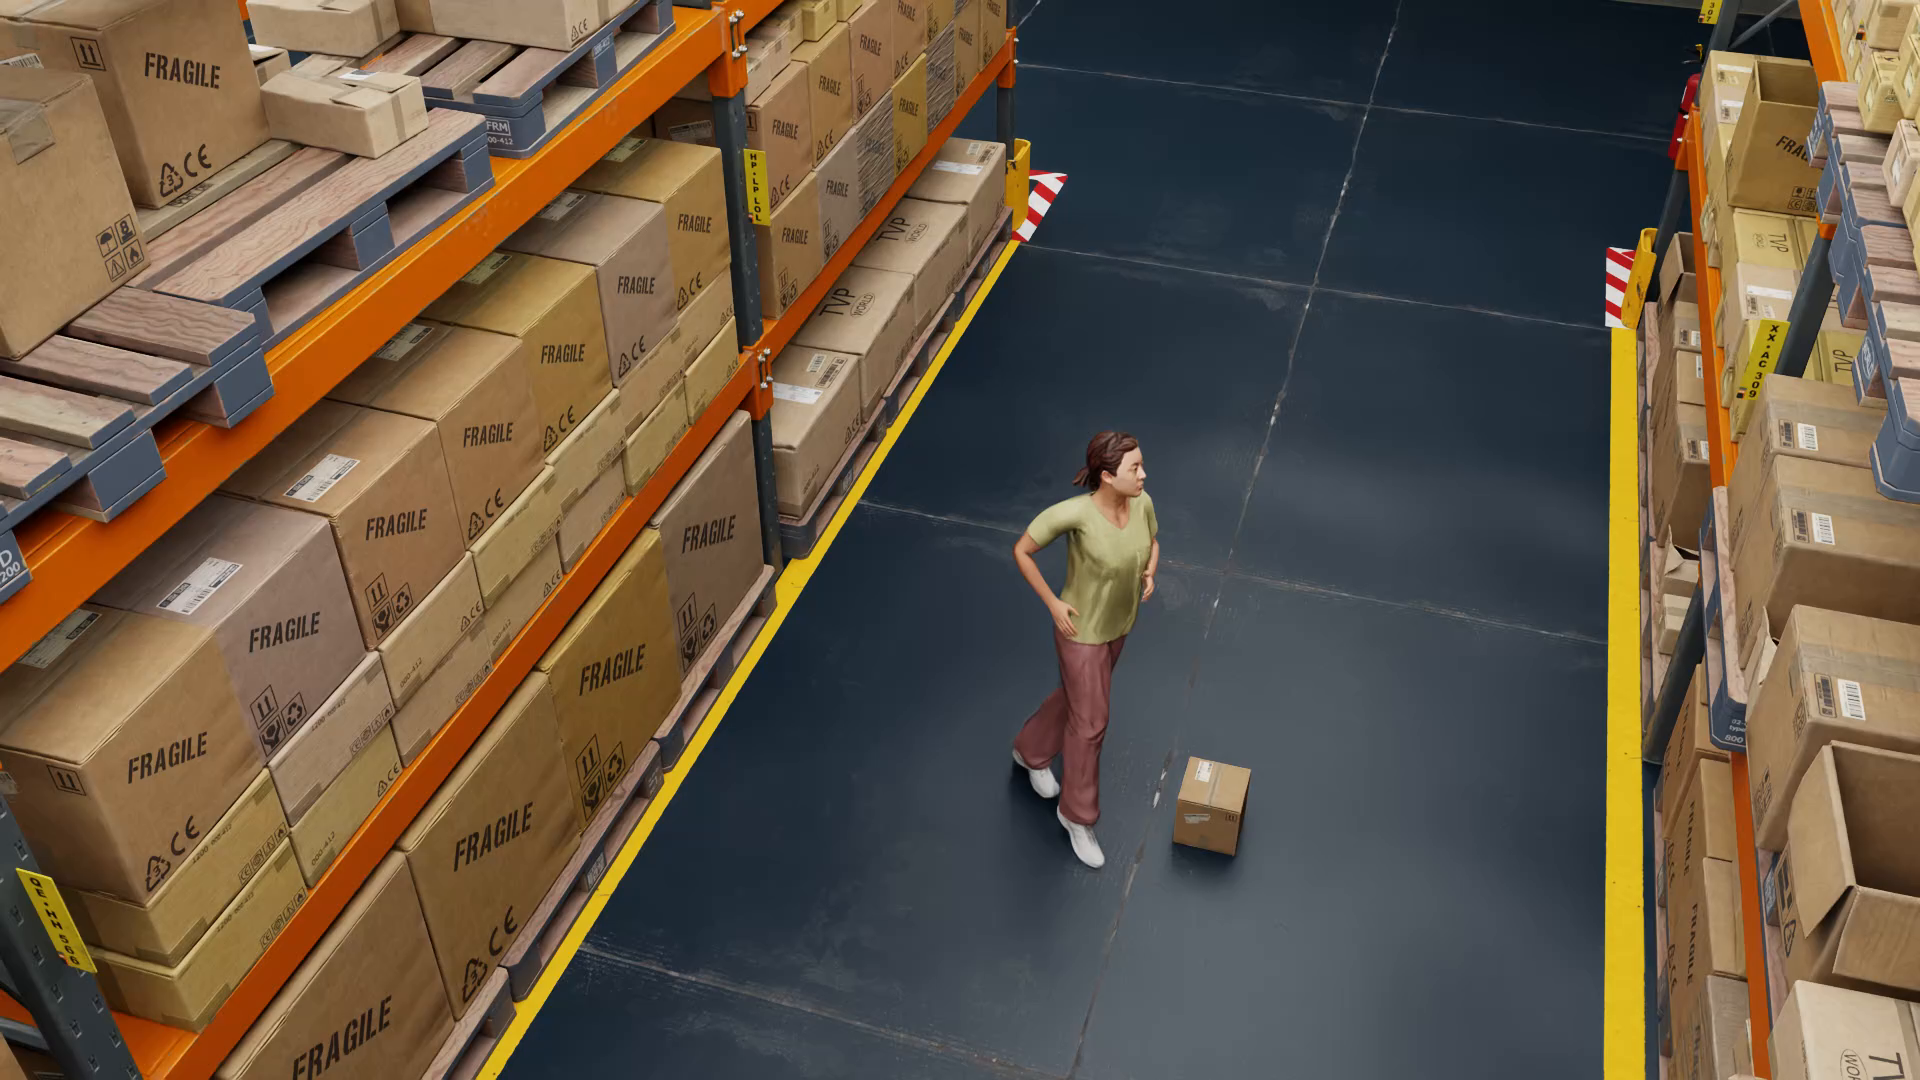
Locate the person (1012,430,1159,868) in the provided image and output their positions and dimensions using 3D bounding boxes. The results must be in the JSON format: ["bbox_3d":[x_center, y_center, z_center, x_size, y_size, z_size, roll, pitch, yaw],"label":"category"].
[{"bbox_3d":[0.554,0.372,6.421,0.653,1.687,0.665,-28,45,-32],"label":"person"}]
